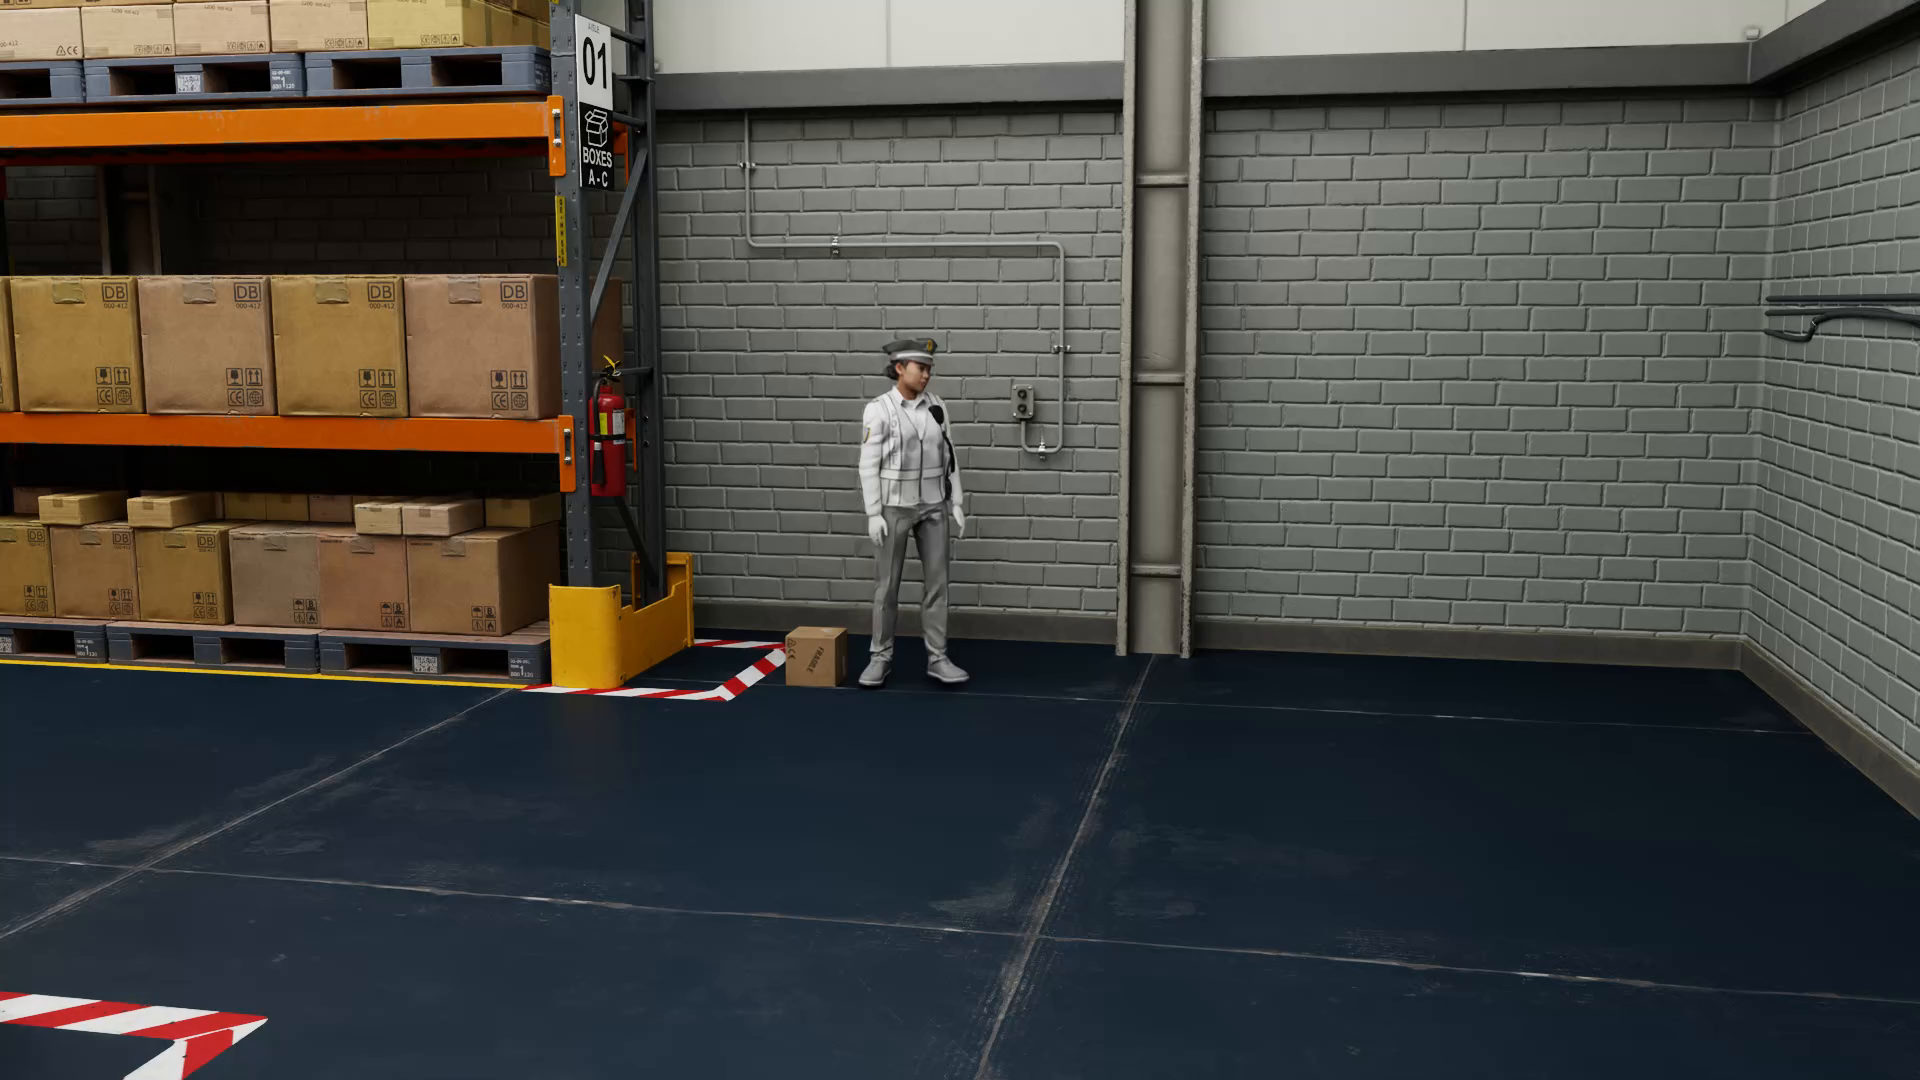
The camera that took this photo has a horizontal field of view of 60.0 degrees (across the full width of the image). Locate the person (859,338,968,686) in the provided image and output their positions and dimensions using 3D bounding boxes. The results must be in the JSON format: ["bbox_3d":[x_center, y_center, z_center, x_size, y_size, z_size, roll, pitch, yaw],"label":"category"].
[{"bbox_3d":[-0.232,-0.135,8.046,0.543,1.679,0.415,-3,9,-23],"label":"person"}]
